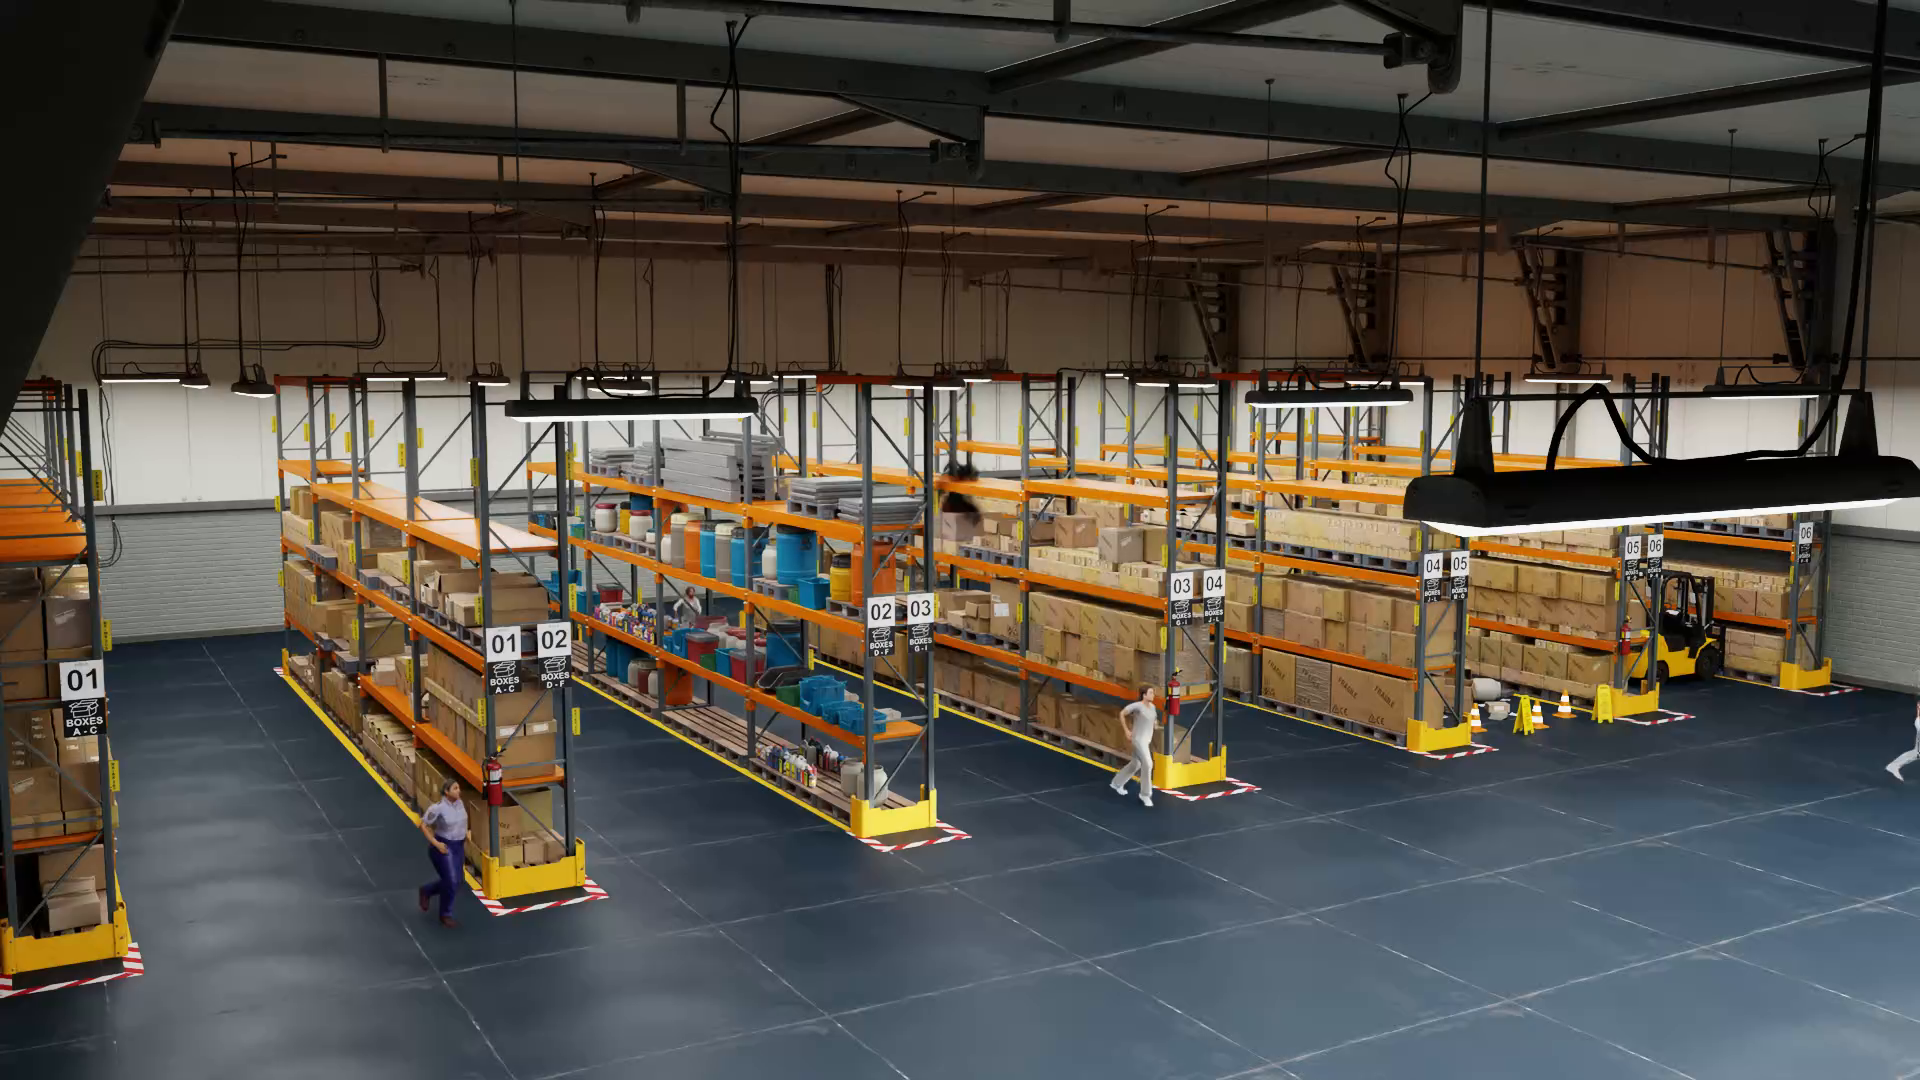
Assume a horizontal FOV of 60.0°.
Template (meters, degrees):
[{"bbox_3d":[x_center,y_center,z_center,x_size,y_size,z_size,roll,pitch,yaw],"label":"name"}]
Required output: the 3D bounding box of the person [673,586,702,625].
[{"bbox_3d":[-5.620,1.756,34.582,0.499,1.616,0.761,-5,8,-40],"label":"person"}]

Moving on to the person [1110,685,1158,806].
[{"bbox_3d":[2.568,2.933,23.897,0.812,1.705,0.578,5,8,37],"label":"person"}]

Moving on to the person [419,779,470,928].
[{"bbox_3d":[-5.814,3.498,18.824,0.660,1.609,0.672,3,7,26],"label":"person"}]

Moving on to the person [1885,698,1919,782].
[{"bbox_3d":[14.178,2.783,24.363,1.037,1.795,0.711,2,7,21],"label":"person"}]
